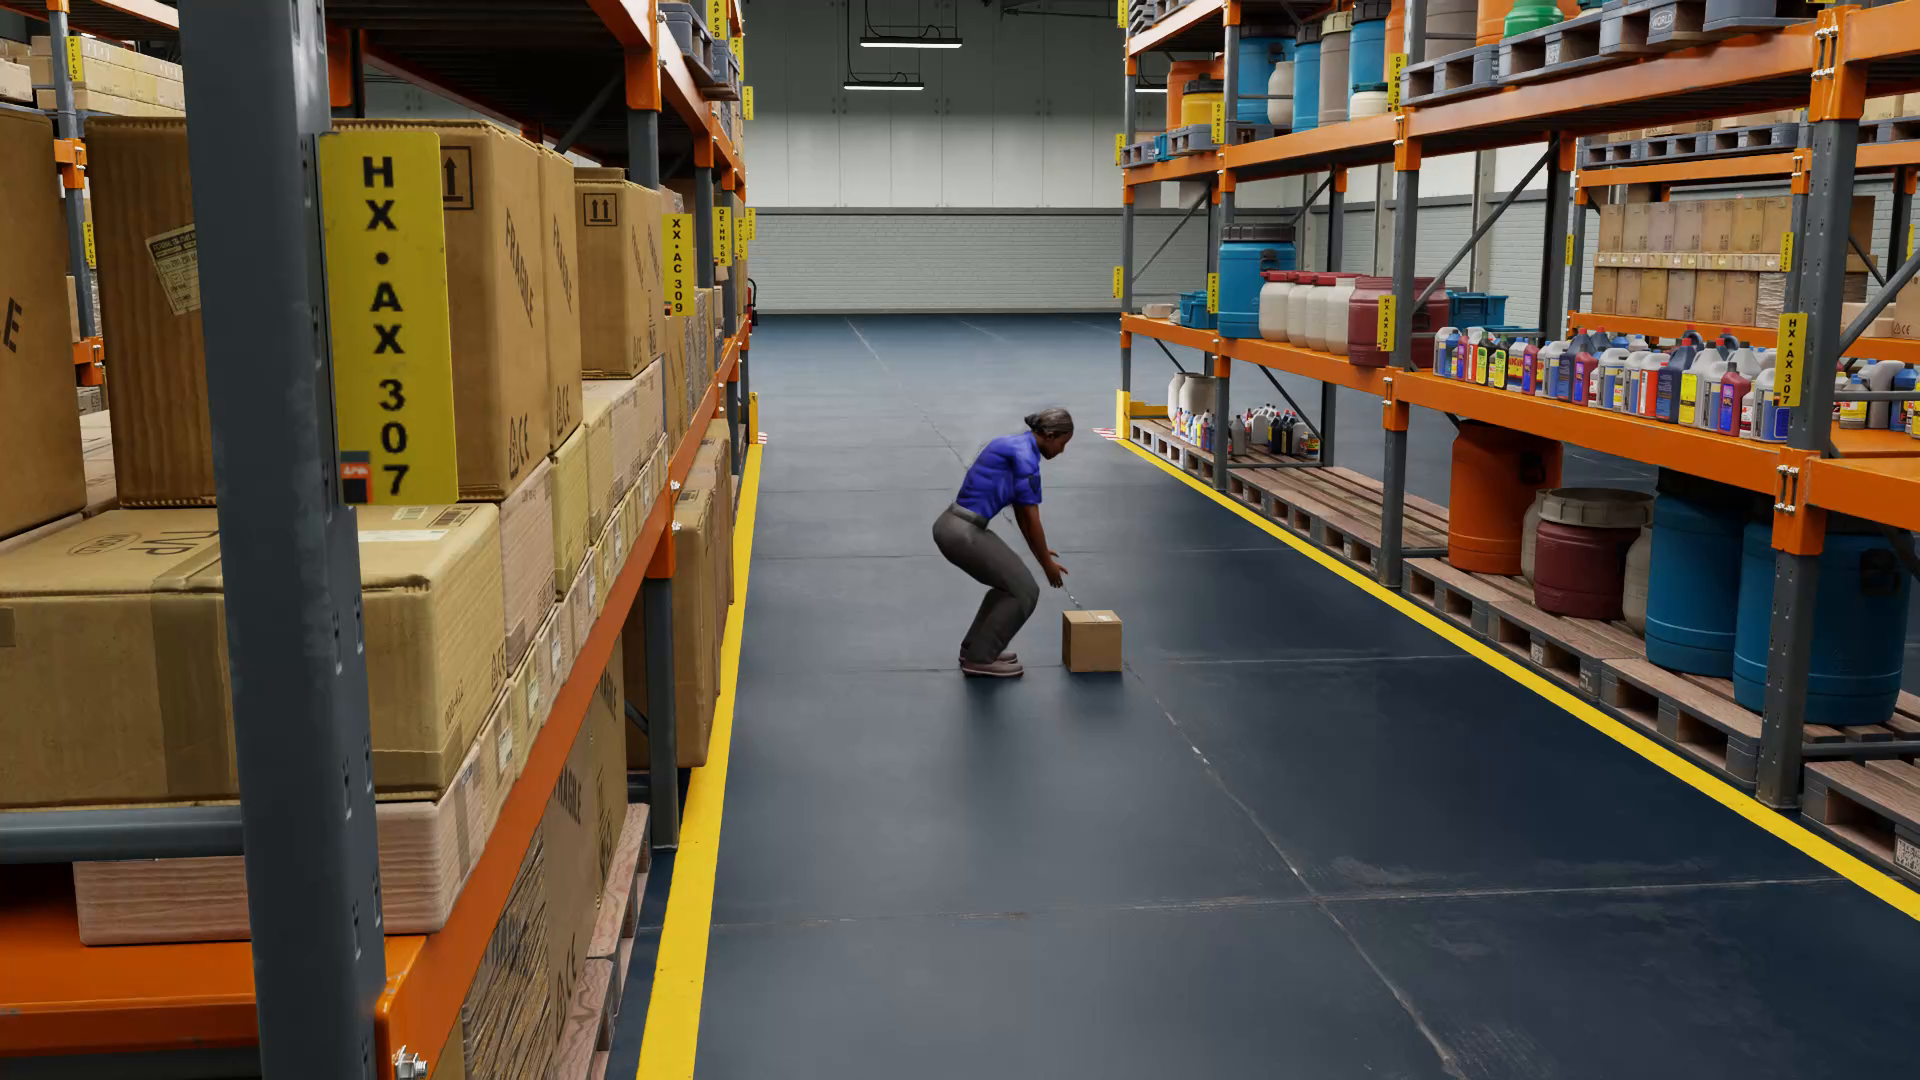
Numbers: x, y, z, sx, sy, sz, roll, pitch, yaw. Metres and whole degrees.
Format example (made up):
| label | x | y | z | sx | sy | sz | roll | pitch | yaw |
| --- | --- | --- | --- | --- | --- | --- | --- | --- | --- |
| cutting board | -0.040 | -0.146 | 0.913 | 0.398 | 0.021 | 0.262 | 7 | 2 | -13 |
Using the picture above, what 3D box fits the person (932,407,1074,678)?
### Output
| label | x | y | z | sx | sy | sz | roll | pitch | yaw |
| --- | --- | --- | --- | --- | --- | --- | --- | --- | --- |
| person | 0.206 | -0.002 | 8.043 | 0.684 | 1.277 | 0.497 | -1 | 10 | -5 |
